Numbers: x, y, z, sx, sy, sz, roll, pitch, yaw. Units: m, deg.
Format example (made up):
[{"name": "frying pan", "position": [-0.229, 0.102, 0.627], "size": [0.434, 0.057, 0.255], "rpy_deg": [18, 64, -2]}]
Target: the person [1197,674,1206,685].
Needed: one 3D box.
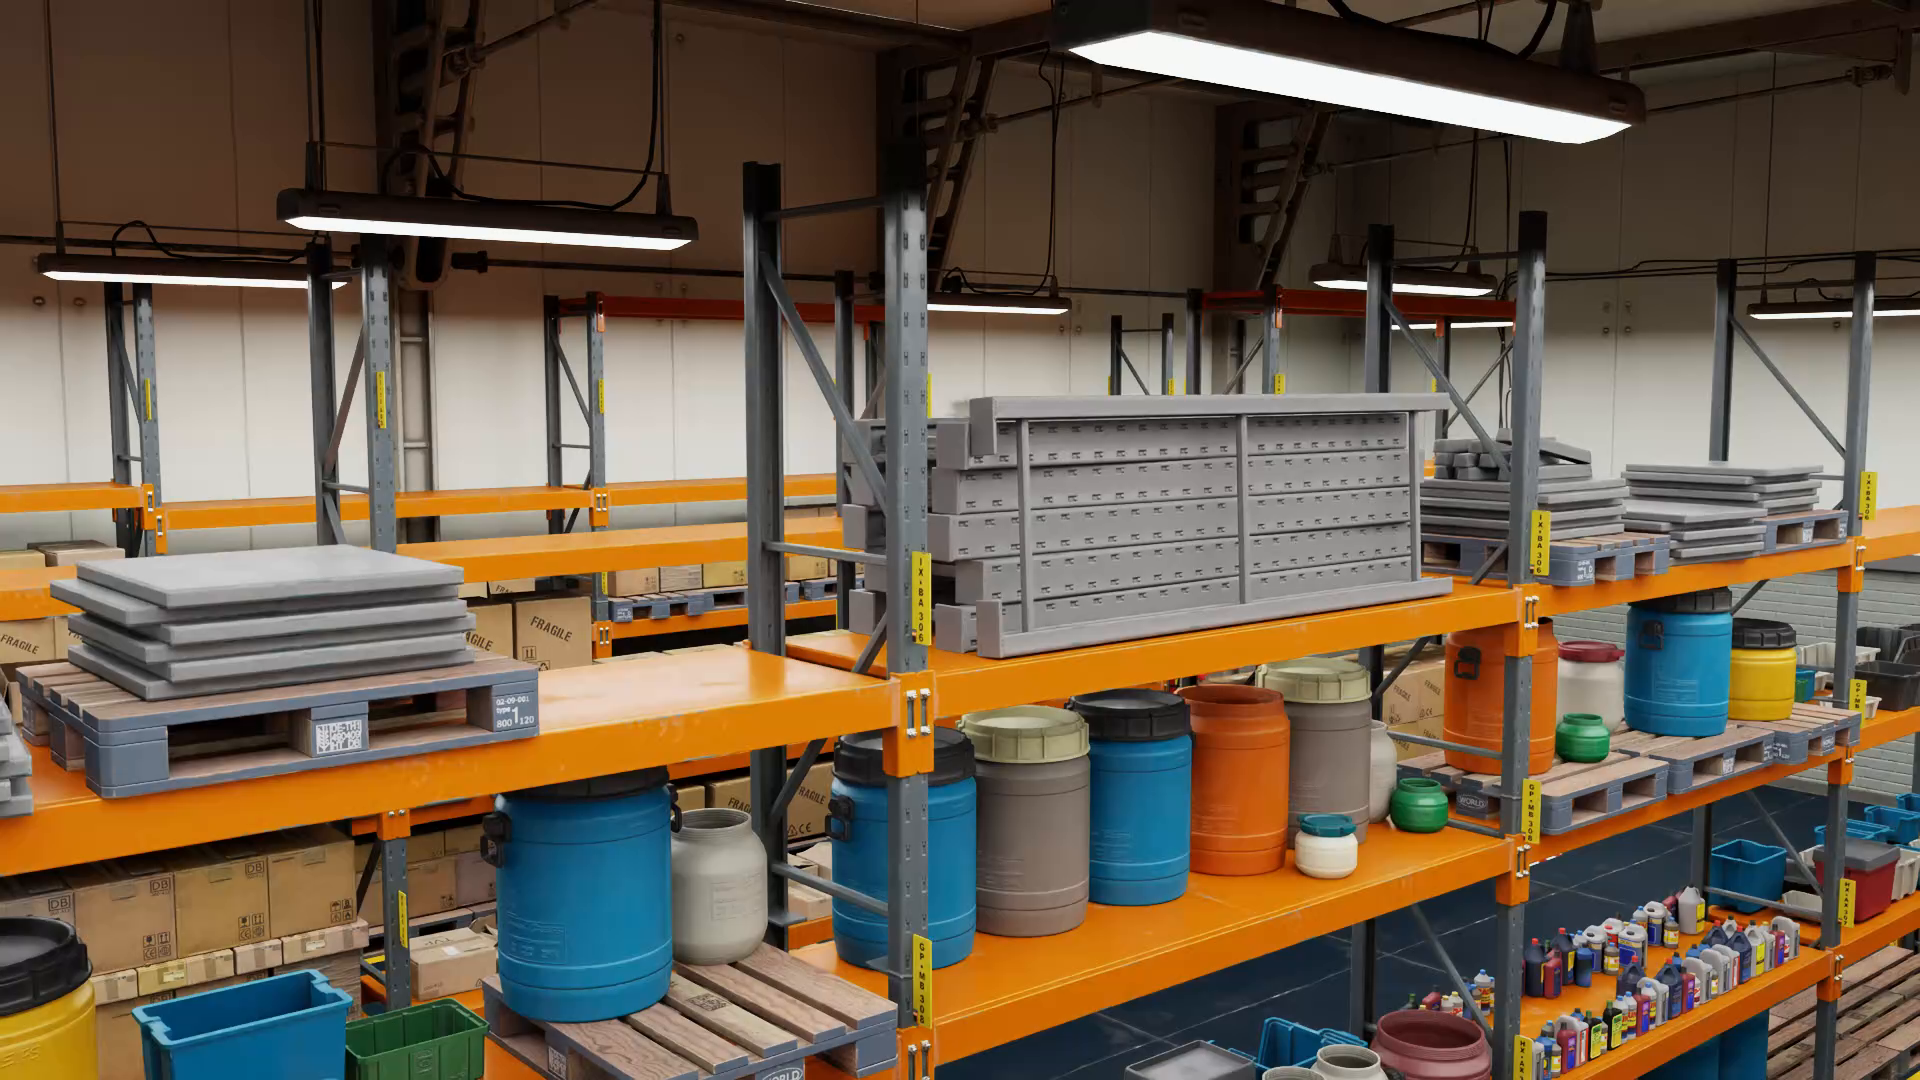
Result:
[{"name": "person", "position": [2.808, 2.397, 19.816], "size": [0.685, 1.744, 0.544], "rpy_deg": [3, 6, 29]}]
